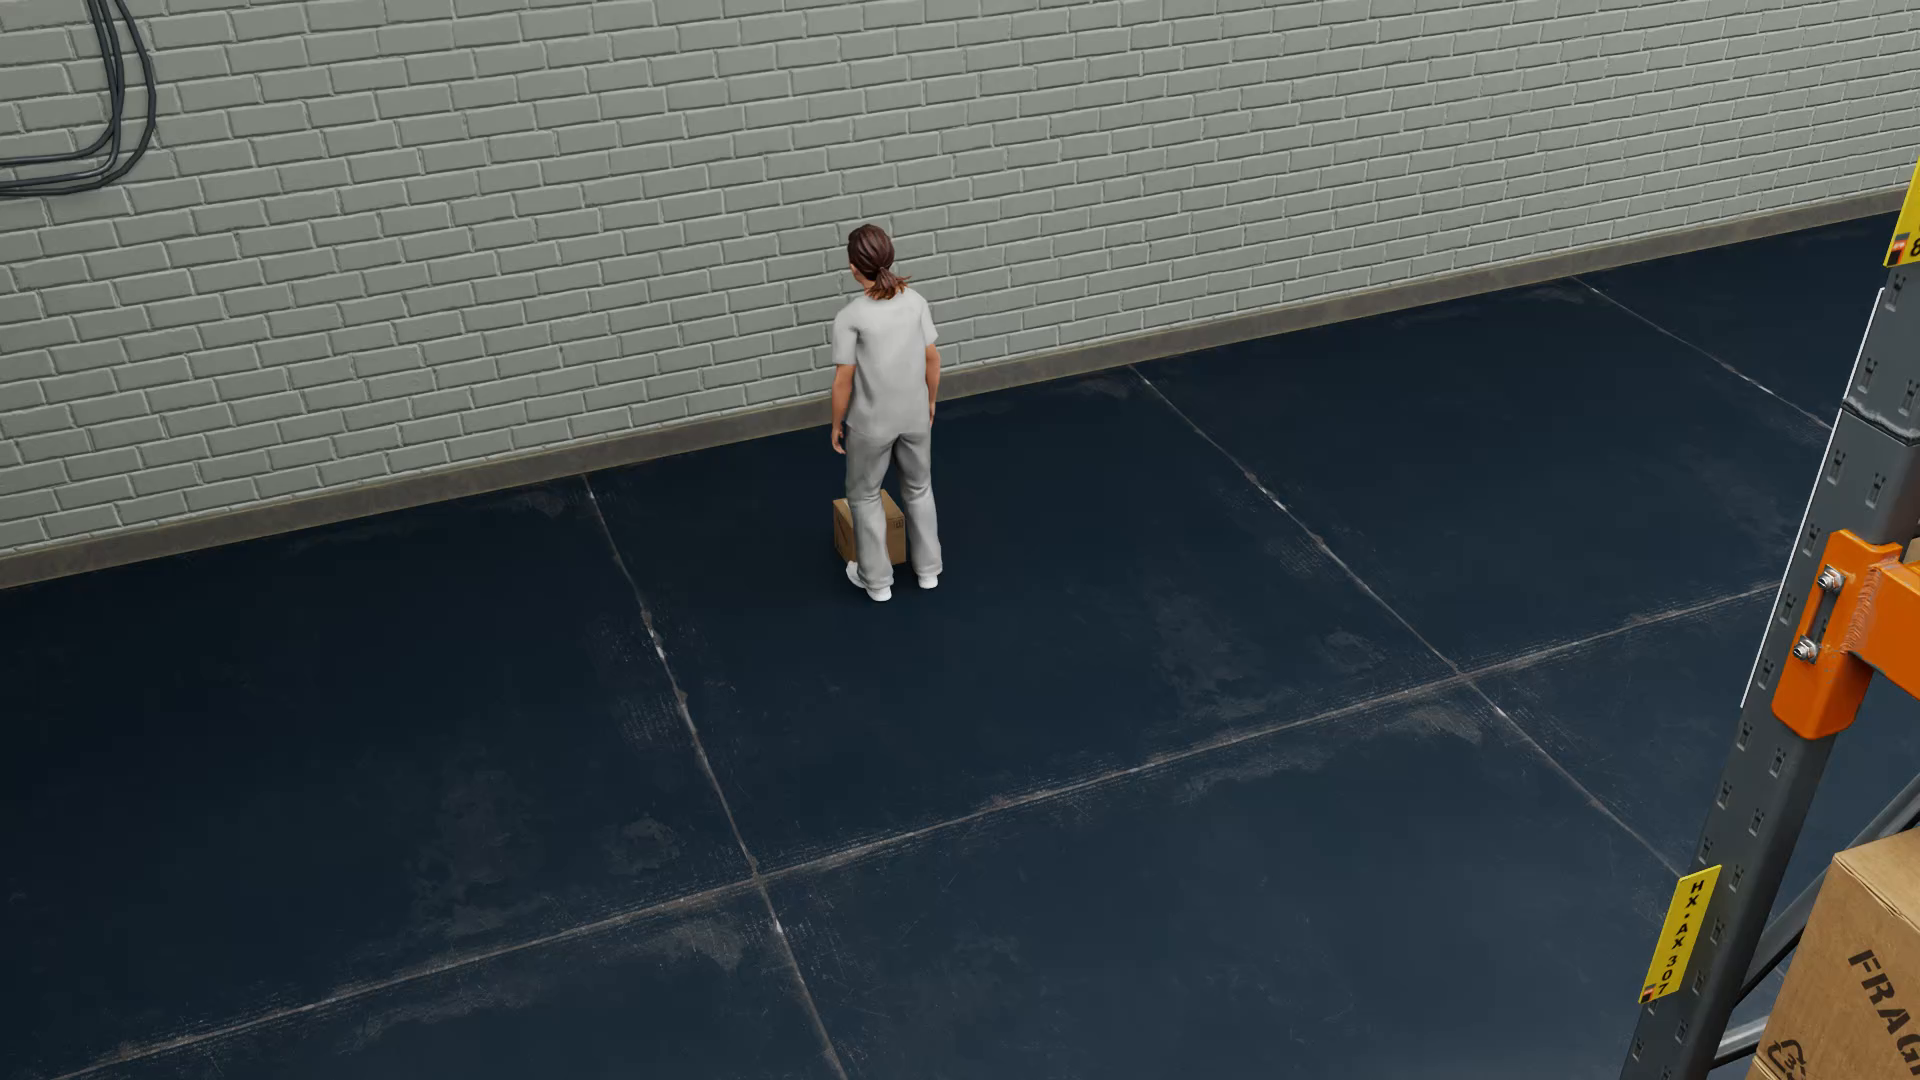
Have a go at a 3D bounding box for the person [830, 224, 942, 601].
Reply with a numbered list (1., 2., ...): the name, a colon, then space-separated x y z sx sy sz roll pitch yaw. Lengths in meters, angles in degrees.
1. person: -0.305 -0.505 6.904 0.508 1.671 0.363 -15 37 -22
